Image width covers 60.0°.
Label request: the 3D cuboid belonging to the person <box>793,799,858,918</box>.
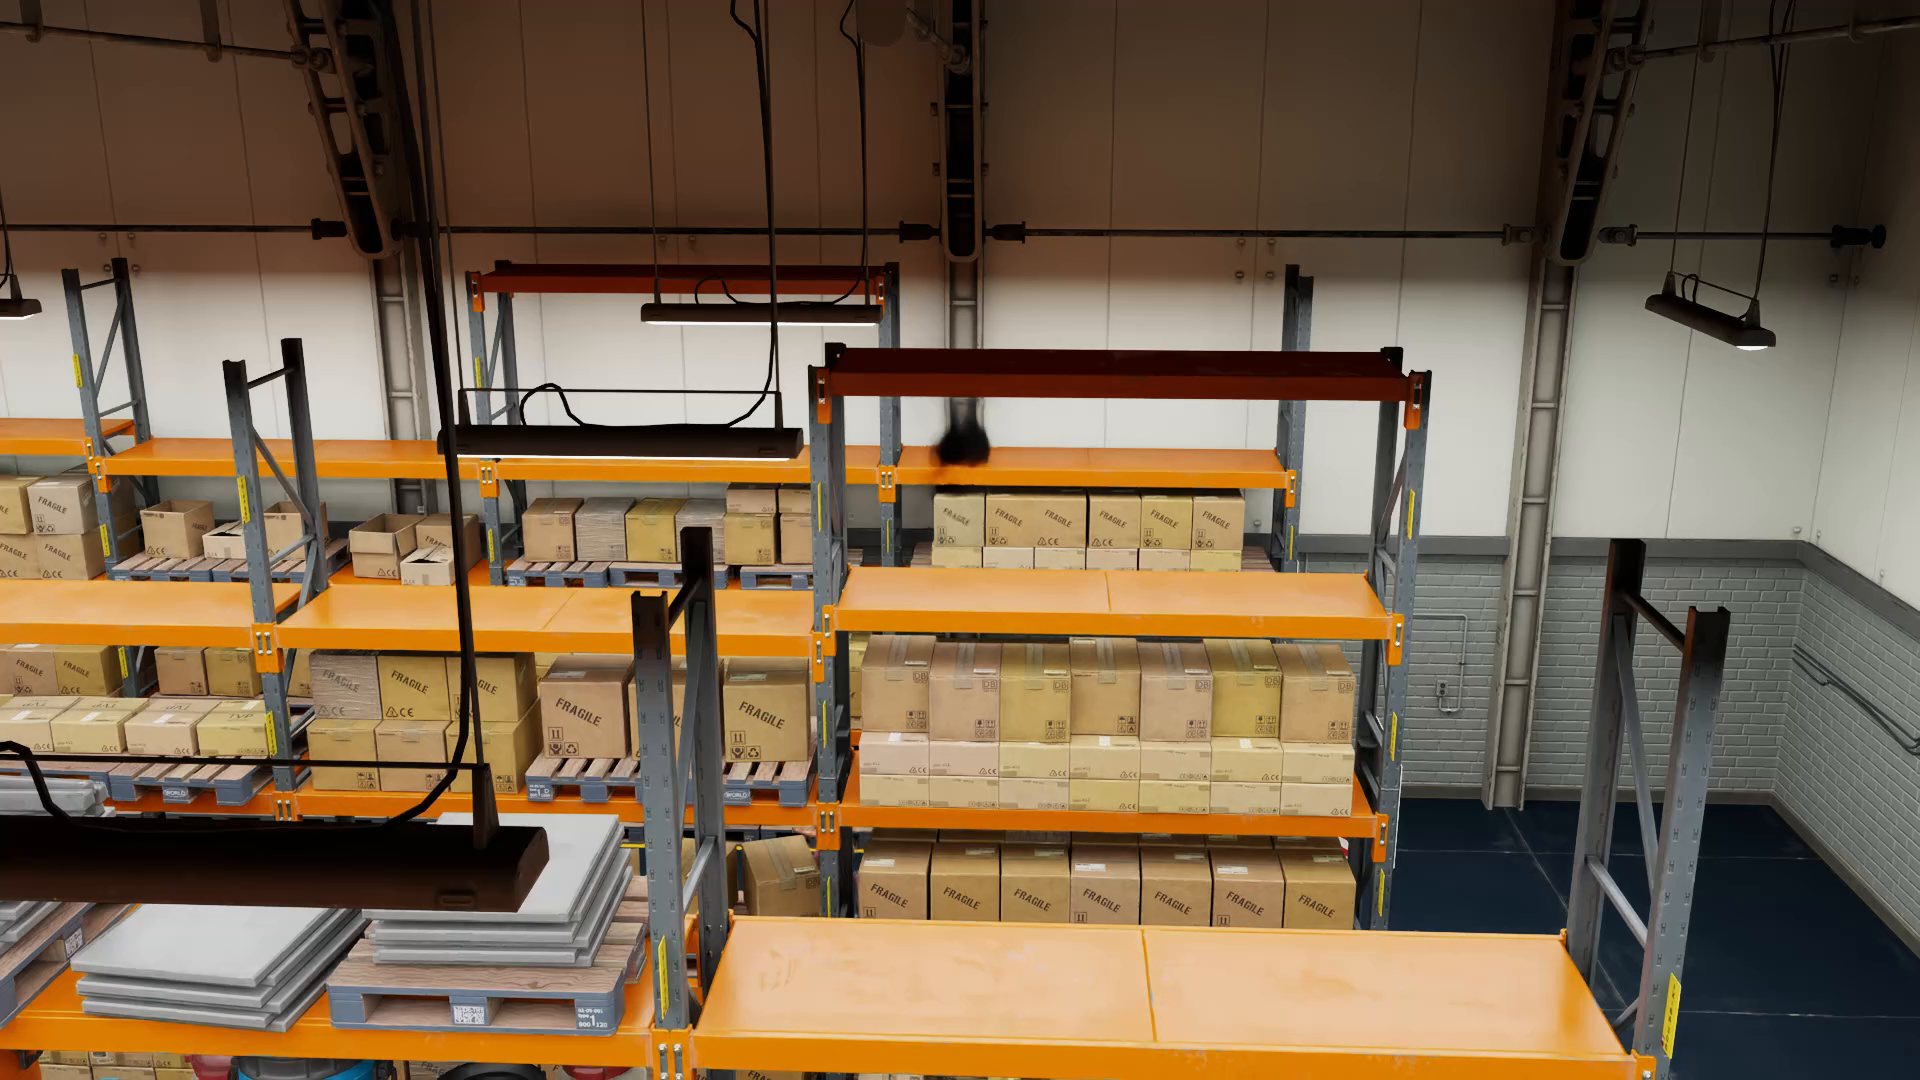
[{"bbox_3d":[-1.236,2.920,15.732,0.671,1.604,0.557,-3,16,-10],"label":"person"}]
